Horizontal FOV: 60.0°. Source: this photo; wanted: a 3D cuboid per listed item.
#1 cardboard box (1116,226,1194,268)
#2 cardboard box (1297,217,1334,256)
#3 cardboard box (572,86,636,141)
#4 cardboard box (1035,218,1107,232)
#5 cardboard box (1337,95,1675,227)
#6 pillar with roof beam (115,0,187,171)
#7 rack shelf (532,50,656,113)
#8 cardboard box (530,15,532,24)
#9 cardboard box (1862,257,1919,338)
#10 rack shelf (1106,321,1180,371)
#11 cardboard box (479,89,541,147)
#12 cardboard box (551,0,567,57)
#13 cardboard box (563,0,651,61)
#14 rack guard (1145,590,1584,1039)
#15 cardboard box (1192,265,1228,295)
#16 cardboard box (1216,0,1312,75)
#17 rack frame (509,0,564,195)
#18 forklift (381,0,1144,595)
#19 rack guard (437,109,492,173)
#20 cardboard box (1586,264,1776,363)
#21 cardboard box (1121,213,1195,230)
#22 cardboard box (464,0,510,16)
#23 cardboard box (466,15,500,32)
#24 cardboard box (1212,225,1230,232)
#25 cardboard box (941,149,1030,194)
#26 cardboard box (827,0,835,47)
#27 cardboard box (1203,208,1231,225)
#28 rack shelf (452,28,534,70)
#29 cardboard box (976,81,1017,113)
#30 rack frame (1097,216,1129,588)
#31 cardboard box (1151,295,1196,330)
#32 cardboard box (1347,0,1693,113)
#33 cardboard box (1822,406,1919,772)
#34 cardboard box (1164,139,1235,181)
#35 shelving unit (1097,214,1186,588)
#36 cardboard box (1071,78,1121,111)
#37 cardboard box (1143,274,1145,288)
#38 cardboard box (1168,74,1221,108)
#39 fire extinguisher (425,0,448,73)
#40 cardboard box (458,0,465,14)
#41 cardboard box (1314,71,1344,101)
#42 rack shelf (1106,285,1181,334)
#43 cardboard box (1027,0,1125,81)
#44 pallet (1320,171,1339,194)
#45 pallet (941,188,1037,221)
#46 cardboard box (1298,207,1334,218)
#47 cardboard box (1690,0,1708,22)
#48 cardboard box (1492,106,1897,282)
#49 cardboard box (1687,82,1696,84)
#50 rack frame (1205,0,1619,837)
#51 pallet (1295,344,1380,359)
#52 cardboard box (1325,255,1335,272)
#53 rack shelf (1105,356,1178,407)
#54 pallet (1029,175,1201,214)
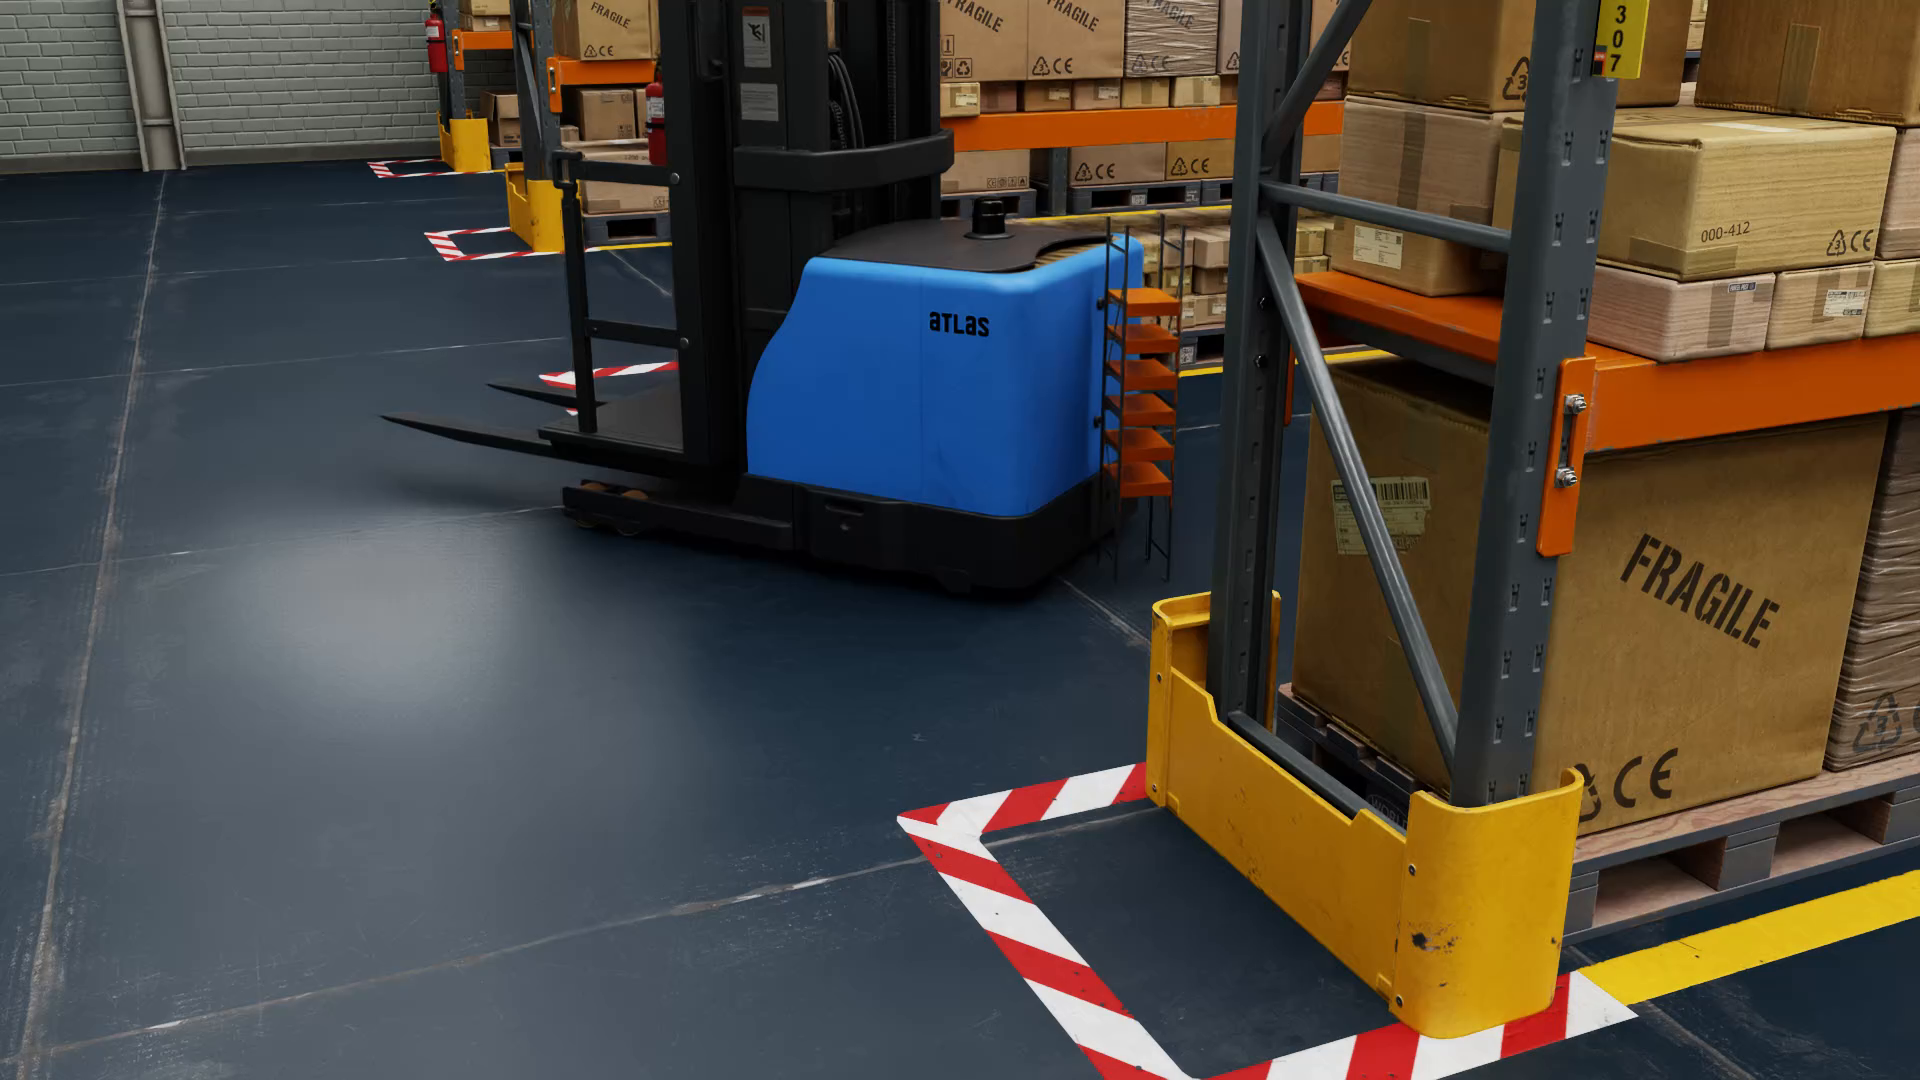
[{"bbox_3d":[0.997,-1.502,8.537,0.250,0.149,0.380,-8,21,-22],"label":"cardboard box"},{"bbox_3d":[1.992,-1.615,8.857,0.250,0.149,0.380,-8,21,-22],"label":"cardboard box"},{"bbox_3d":[-3.636,-4.342,16.970,0.500,0.500,0.700,-7,21,-20],"label":"cardboard box"},{"bbox_3d":[0.588,-1.599,8.811,0.250,0.149,0.380,-9,21,-24],"label":"cardboard box"},{"bbox_3d":[1.200,-0.850,3.698,0.500,0.250,0.500,-9,21,-23],"label":"cardboard box"},{"bbox_3d":[-6.163,-6.608,11.240,0.400,9.000,9.100,-8,21,-22],"label":"pillar with roof beam"},{"bbox_3d":[-1.229,-3.582,12.761,4.000,0.370,1.077,-8,21,-22],"label":"rack shelf"},{"bbox_3d":[-4.182,-5.105,16.382,0.250,0.149,0.380,-8,21,-23],"label":"cardboard box"},{"bbox_3d":[1.786,-0.531,3.393,0.250,0.149,0.380,-9,21,-23],"label":"cardboard box"},{"bbox_3d":[0.592,-0.636,5.432,0.180,0.103,0.258,-4,20,-10],"label":"rack shelf"},{"bbox_3d":[-4.436,-4.243,16.683,0.637,0.503,0.797,-9,21,-24],"label":"cardboard box"},{"bbox_3d":[-2.728,-3.849,12.287,0.500,0.500,0.500,-8,21,-22],"label":"cardboard box"},{"bbox_3d":[-2.511,-3.681,11.809,0.500,0.500,0.500,-8,21,-22],"label":"cardboard box"},{"bbox_3d":[0.838,0.546,3.718,0.348,0.500,1.175,-8,21,-22],"label":"rack guard"},{"bbox_3d":[1.265,-1.392,8.670,0.250,0.149,0.380,-9,21,-24],"label":"cardboard box"},{"bbox_3d":[1.394,-2.593,8.270,0.500,0.500,0.500,-8,21,-22],"label":"cardboard box"},{"bbox_3d":[-3.066,-3.658,11.894,0.127,3.000,1.000,-8,21,-22],"label":"rack frame"},{"bbox_3d":[-0.883,-1.537,5.975,3.031,2.935,1.130,10,22,27],"label":"forklift"},{"bbox_3d":[-4.965,-4.002,16.636,0.348,0.500,1.175,-8,21,-22],"label":"rack guard"},{"bbox_3d":[1.316,-0.463,3.200,0.250,0.149,0.380,-8,21,-21],"label":"cardboard box"},{"bbox_3d":[1.059,-1.662,8.992,0.250,0.149,0.380,-9,21,-24],"label":"cardboard box"},{"bbox_3d":[-4.512,-5.218,16.104,0.500,0.250,0.500,-8,21,-22],"label":"cardboard box"},{"bbox_3d":[-4.625,-5.012,16.119,0.250,0.149,0.380,-8,21,-22],"label":"cardboard box"},{"bbox_3d":[1.511,-1.541,8.646,0.250,0.149,0.380,-9,21,-25],"label":"cardboard box"},{"bbox_3d":[-0.012,-3.124,13.603,0.875,0.438,0.875,-8,21,-23],"label":"cardboard box"},{"bbox_3d":[-0.490,-2.324,7.507,0.500,0.500,0.500,-7,21,-19],"label":"cardboard box"},{"bbox_3d":[1.543,-1.732,9.189,0.250,0.149,0.380,-9,21,-23],"label":"cardboard box"},{"bbox_3d":[-3.199,-5.095,17.059,4.000,0.370,1.077,-8,21,-22],"label":"rack shelf"},{"bbox_3d":[0.084,-2.127,7.925,0.250,0.149,0.380,-7,21,-19],"label":"cardboard box"},{"bbox_3d":[0.502,-0.446,5.481,0.006,1.200,0.240,-4,20,-10],"label":"rack frame"},{"bbox_3d":[1.011,-1.194,8.557,0.250,0.149,0.380,-8,21,-22],"label":"cardboard box"},{"bbox_3d":[1.203,-1.203,3.572,0.500,0.500,0.500,-8,21,-21],"label":"cardboard box"},{"bbox_3d":[2.251,-0.060,4.243,0.875,0.875,0.875,-8,21,-22],"label":"cardboard box"},{"bbox_3d":[1.971,-3.607,14.317,0.875,0.875,0.875,-8,21,-20],"label":"cardboard box"},{"bbox_3d":[0.592,-0.451,5.497,0.189,1.200,0.258,-4,20,-10],"label":"shelving unit"},{"bbox_3d":[0.581,-2.179,8.072,0.250,0.149,0.380,-9,21,-23],"label":"cardboard box"},{"bbox_3d":[0.751,-1.337,8.515,0.250,0.149,0.380,-7,21,-19],"label":"cardboard box"},{"bbox_3d":[1.084,-2.233,8.225,0.250,0.149,0.380,-8,21,-21],"label":"cardboard box"},{"bbox_3d":[-4.987,-4.798,15.812,0.183,0.674,0.296,-8,21,-22],"label":"fire extinguisher"},{"bbox_3d":[-4.718,-5.382,16.569,0.500,0.250,0.500,-8,21,-20],"label":"cardboard box"},{"bbox_3d":[1.765,-2.363,8.596,0.250,0.149,0.380,-9,21,-23],"label":"cardboard box"},{"bbox_3d":[0.592,-0.749,5.392,0.180,0.103,0.258,-4,20,-10],"label":"rack shelf"},{"bbox_3d":[0.446,-2.463,7.902,0.500,0.500,0.500,-8,21,-21],"label":"cardboard box"},{"bbox_3d":[3.526,-3.314,15.117,1.213,0.211,1.003,-8,21,-22],"label":"pallet"},{"bbox_3d":[-0.122,-2.793,13.636,1.213,0.211,1.003,-8,21,-22],"label":"pallet"},{"bbox_3d":[1.986,-1.822,9.444,0.250,0.149,0.380,-7,21,-19],"label":"cardboard box"},{"bbox_3d":[3.917,-2.923,9.104,0.250,0.149,0.380,-9,21,-24],"label":"cardboard box"},{"bbox_3d":[1.407,-0.686,3.233,0.500,0.250,0.500,-9,21,-23],"label":"cardboard box"},{"bbox_3d":[2.133,-0.984,4.077,0.500,0.250,0.500,-9,21,-24],"label":"cardboard box"},{"bbox_3d":[0.860,-0.636,3.312,0.127,3.000,1.000,-8,21,-22],"label":"rack frame"},{"bbox_3d":[2.058,-1.273,9.321,1.213,0.211,1.003,-8,21,-22],"label":"pallet"},{"bbox_3d":[2.015,-1.463,8.874,0.250,0.149,0.380,-9,21,-24],"label":"cardboard box"},{"bbox_3d":[0.592,-0.523,5.472,0.180,0.103,0.258,-4,20,-10],"label":"rack shelf"},{"bbox_3d":[1.286,-2.993,14.206,1.213,0.211,1.003,-8,21,-22],"label":"pallet"}]
